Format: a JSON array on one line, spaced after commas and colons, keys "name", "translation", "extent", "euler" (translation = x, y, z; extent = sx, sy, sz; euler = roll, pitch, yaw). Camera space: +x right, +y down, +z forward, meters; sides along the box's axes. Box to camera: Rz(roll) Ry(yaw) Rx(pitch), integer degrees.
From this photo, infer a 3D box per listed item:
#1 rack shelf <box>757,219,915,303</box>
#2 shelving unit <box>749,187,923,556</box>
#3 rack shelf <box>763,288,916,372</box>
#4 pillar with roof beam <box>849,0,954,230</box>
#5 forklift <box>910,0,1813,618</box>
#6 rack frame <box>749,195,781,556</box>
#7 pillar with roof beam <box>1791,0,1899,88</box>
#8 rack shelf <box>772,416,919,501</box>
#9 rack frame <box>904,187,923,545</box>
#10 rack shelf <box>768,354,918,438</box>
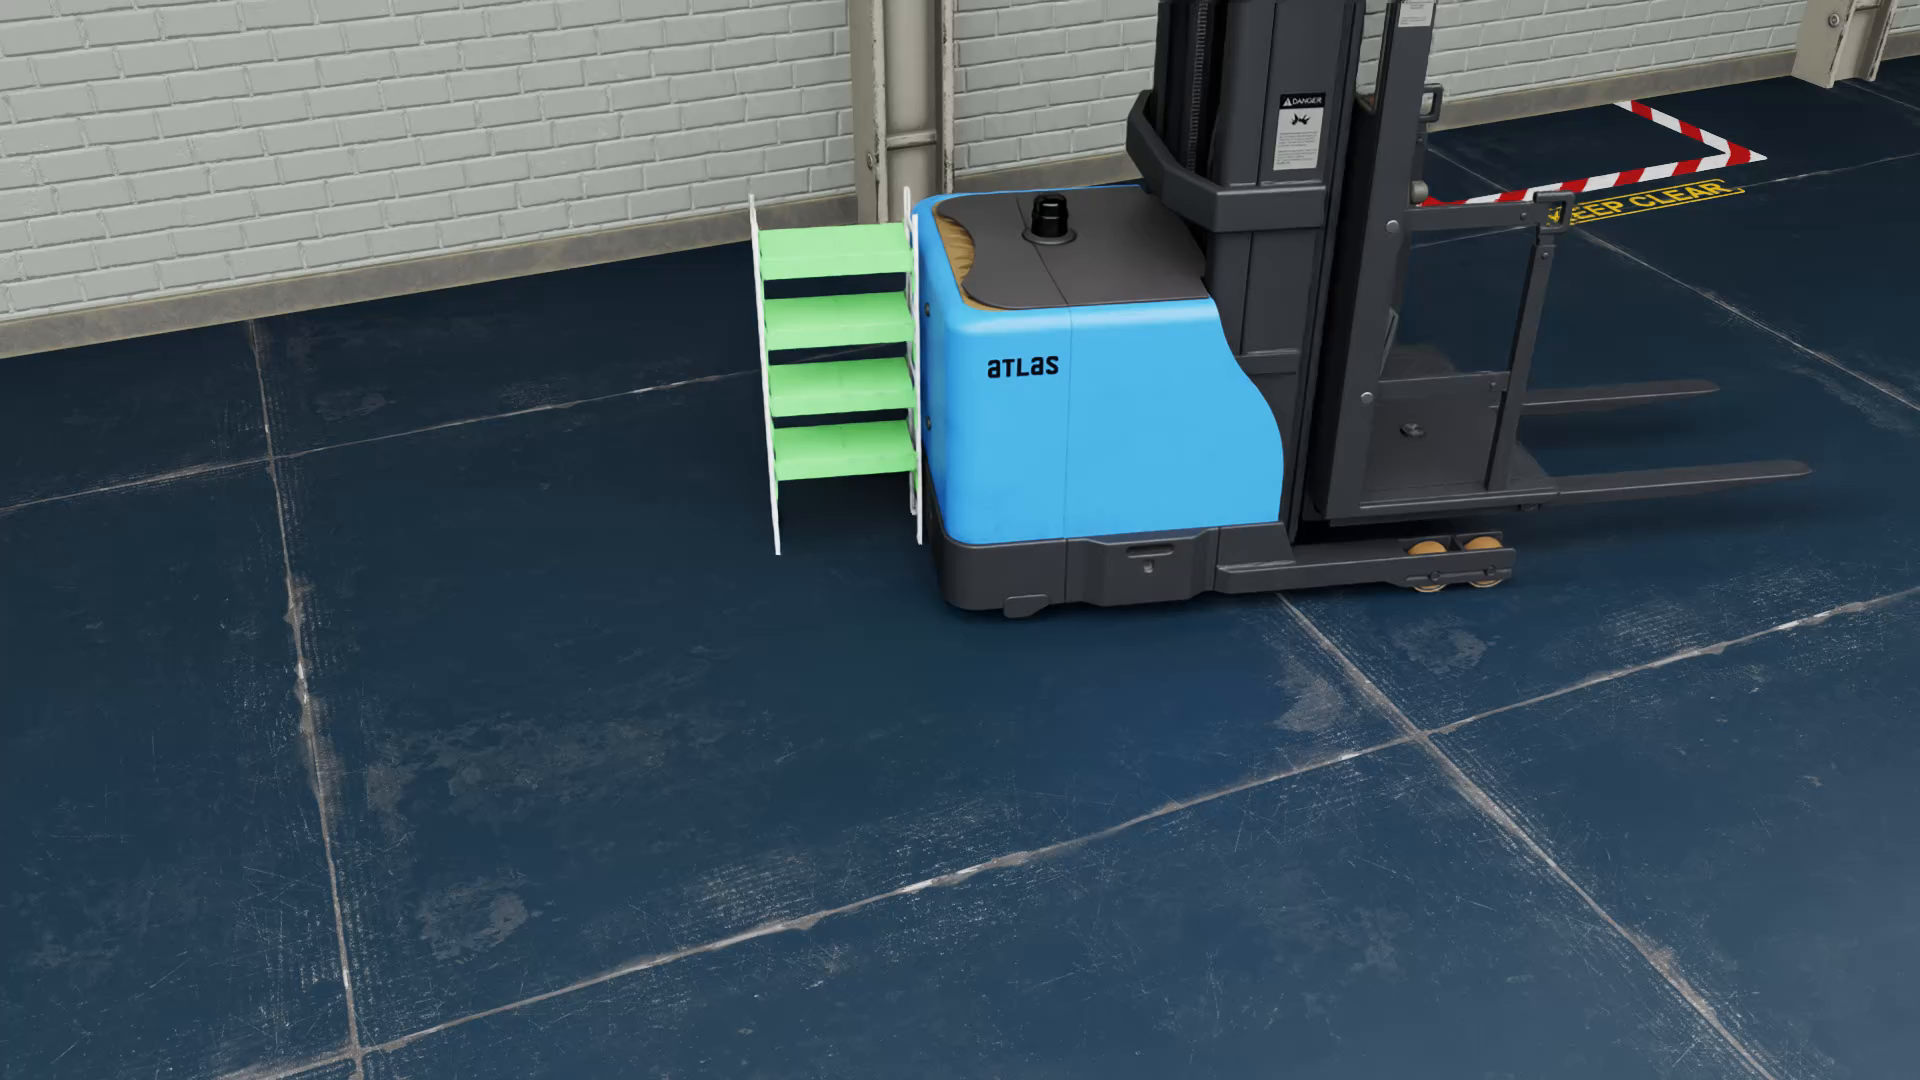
[{"name": "rack shelf", "translation": [-0.395, -0.882, 5.243], "extent": [0.480, 0.148, 0.258], "euler": [-5, 33, -7]}, {"name": "shelving unit", "translation": [-0.395, -0.533, 5.470], "extent": [0.503, 1.200, 0.258], "euler": [-5, 33, -7]}, {"name": "rack shelf", "translation": [-0.395, -0.681, 5.374], "extent": [0.480, 0.148, 0.258], "euler": [-5, 33, -7]}, {"name": "pillar with roof beam", "translation": [1.400, -3.141, 2.326], "extent": [0.400, 9.000, 9.100], "euler": [-13, 35, -19]}, {"name": "forklift", "translation": [1.383, -1.338, 5.118], "extent": [3.031, 2.935, 1.130], "euler": [-5, 33, -7]}, {"name": "rack frame", "translation": [-0.636, -0.514, 5.440], "extent": [0.015, 1.200, 0.240], "euler": [-5, 33, -7]}, {"name": "pillar with roof beam", "translation": [6.932, -4.408, 4.273], "extent": [0.400, 9.000, 9.100], "euler": [-13, 35, -19]}, {"name": "rack shelf", "translation": [-0.395, -0.279, 5.635], "extent": [0.480, 0.148, 0.258], "euler": [-5, 33, -7]}, {"name": "rack frame", "translation": [-0.153, -0.552, 5.499], "extent": [0.015, 1.200, 0.240], "euler": [-5, 33, -7]}, {"name": "rack shelf", "translation": [-0.395, -0.480, 5.504], "extent": [0.480, 0.148, 0.258], "euler": [-5, 33, -7]}]
